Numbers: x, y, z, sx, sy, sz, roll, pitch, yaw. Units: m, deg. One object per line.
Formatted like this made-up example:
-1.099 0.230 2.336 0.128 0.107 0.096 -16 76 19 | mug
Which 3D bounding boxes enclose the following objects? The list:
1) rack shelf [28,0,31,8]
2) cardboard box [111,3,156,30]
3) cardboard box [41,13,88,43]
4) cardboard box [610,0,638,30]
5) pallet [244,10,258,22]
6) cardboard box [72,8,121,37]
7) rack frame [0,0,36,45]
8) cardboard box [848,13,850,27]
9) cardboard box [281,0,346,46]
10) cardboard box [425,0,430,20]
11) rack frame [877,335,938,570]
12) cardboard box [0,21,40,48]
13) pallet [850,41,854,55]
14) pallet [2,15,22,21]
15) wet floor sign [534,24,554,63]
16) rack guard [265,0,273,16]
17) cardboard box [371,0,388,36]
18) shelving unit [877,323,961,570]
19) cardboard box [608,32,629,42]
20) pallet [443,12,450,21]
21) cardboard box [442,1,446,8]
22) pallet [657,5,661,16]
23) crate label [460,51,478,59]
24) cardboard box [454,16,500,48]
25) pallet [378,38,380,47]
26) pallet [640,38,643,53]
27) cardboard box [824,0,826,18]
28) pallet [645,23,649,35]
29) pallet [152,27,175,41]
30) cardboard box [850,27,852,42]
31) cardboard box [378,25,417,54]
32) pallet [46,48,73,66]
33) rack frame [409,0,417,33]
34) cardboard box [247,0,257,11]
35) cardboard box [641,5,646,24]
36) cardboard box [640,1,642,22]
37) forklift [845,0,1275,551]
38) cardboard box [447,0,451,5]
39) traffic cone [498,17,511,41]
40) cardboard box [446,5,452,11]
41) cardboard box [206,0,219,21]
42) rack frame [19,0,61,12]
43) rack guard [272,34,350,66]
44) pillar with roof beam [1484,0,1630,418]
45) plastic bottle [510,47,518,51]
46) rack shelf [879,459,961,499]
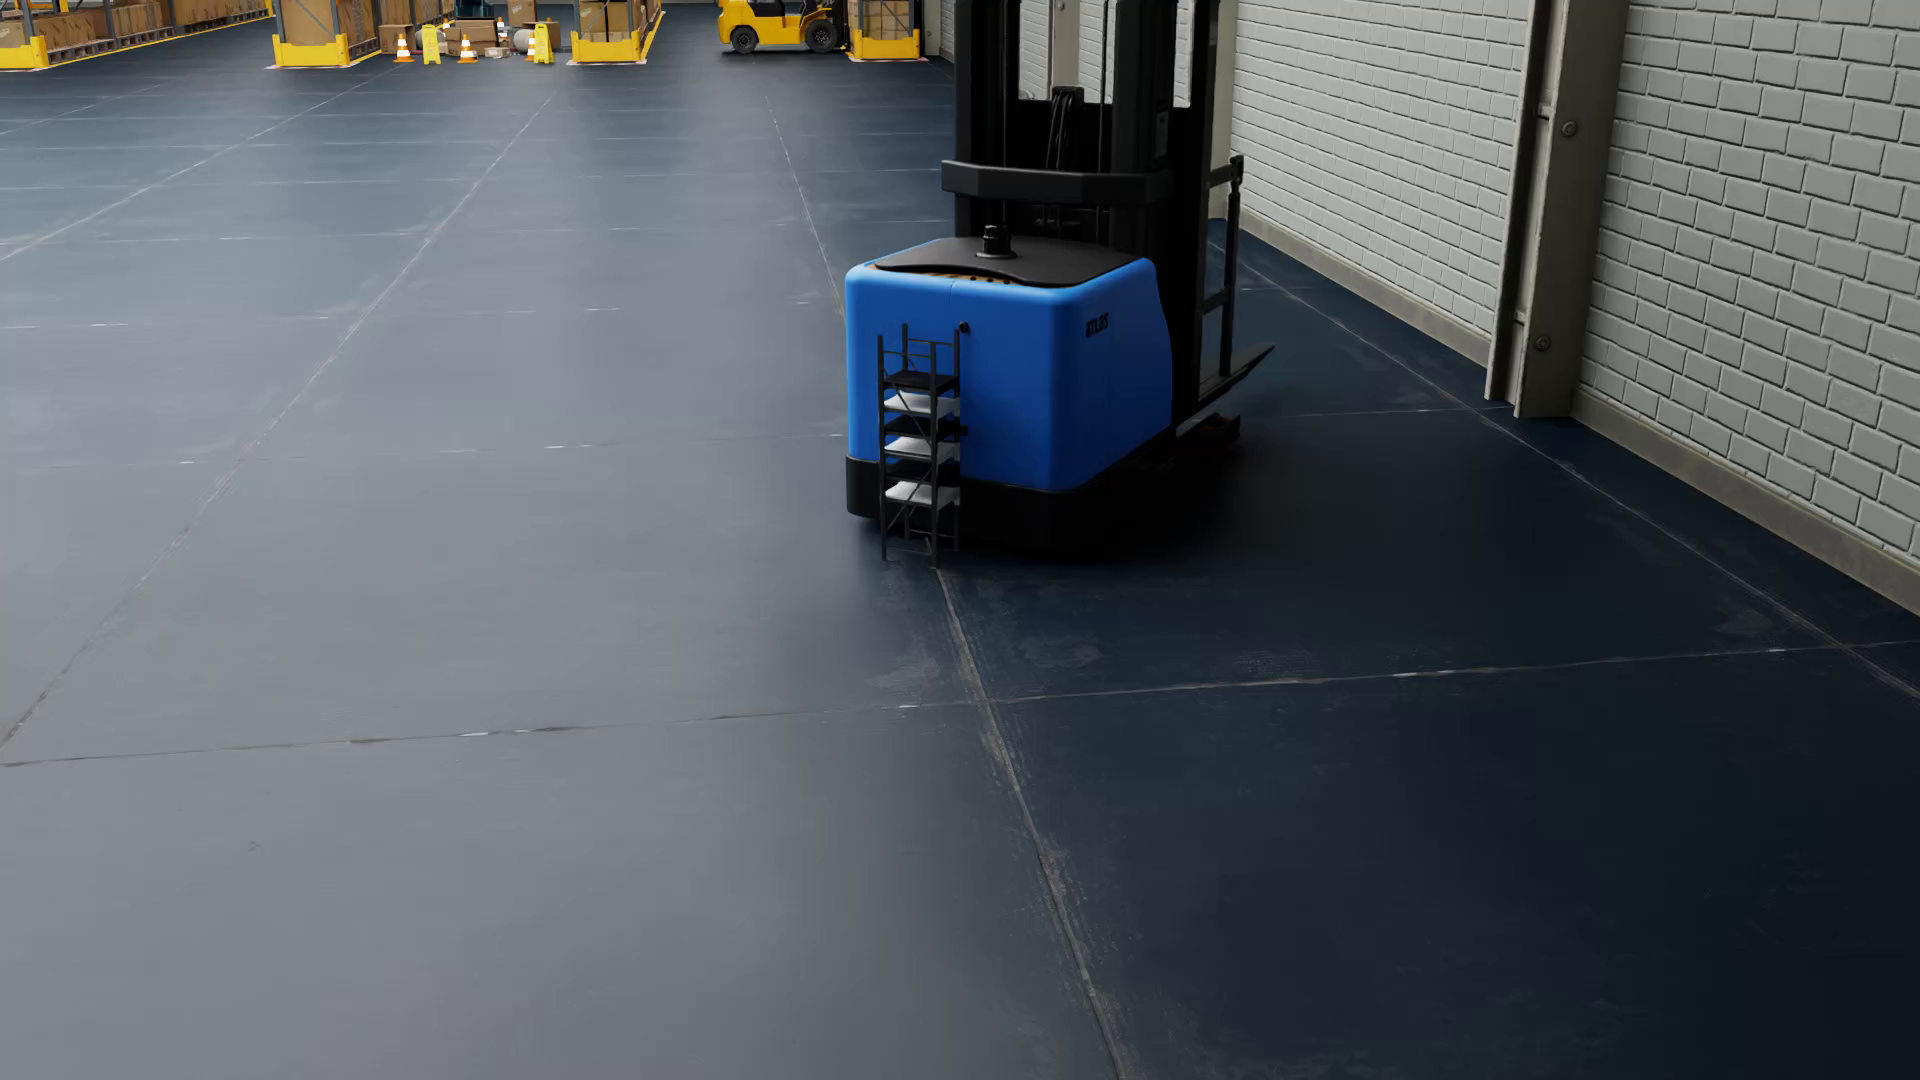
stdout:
-16.329 -9.721 29.485 1.077 0.370 4.000 -3 21 -8 | rack shelf
-16.985 -10.748 34.151 0.700 0.500 0.500 -5 21 -12 | cardboard box
-16.509 -9.438 30.671 0.500 0.500 0.500 4 21 9 | cardboard box
-6.160 -9.608 30.411 0.500 0.500 0.500 -4 21 -10 | cardboard box
-17.982 -12.905 40.966 1.003 0.211 1.213 -3 21 -8 | pallet
-16.684 -10.000 32.146 0.700 0.500 0.500 -5 21 -12 | cardboard box
-16.040 -9.366 27.505 1.000 3.000 0.127 -3 21 -8 | rack frame
-1.859 -9.765 31.189 0.500 0.250 0.500 -3 21 -9 | cardboard box
-11.281 -9.014 28.999 0.875 0.875 0.875 -3 21 -7 | cardboard box
-12.275 -11.986 37.492 0.500 0.500 0.500 -3 21 -9 | cardboard box
-0.197 -0.325 6.298 0.240 0.900 0.006 9 22 23 | rack frame
-16.114 -8.609 28.450 0.500 0.500 0.500 1 20 2 | cardboard box
-1.474 -9.074 30.708 1.003 0.211 1.213 -3 21 -8 | pallet
-22.816 -12.217 39.125 1.003 0.211 1.213 -3 21 -8 | pallet
-7.265 -8.643 28.935 0.267 0.644 0.232 4 21 11 | wet floor sign
-18.350 -13.743 42.797 1.175 0.500 0.348 -3 21 -8 | rack guard
-11.873 -10.319 32.673 1.050 0.750 0.750 -3 21 -8 | cardboard box
-0.154 -0.357 6.385 0.258 0.900 0.210 9 22 23 | shelving unit
-6.077 -9.068 30.036 0.500 0.250 0.500 -3 21 -8 | cardboard box
-12.979 -12.660 40.311 1.003 0.211 1.213 -3 21 -8 | pallet
-12.583 -12.878 39.958 0.380 0.149 0.250 -2 21 -5 | cardboard box
-8.348 -13.826 43.433 1.003 0.211 1.213 -3 21 -8 | pallet
-8.797 -8.704 29.824 0.250 0.136 0.298 -15 25 -35 | crate label
-9.135 -9.564 31.409 0.797 0.637 0.503 -3 21 -8 | cardboard box
-11.880 -9.923 32.983 1.003 0.211 1.213 -3 21 -8 | pallet
-6.500 -9.290 31.288 1.003 0.211 1.213 -3 21 -8 | pallet
-2.889 -12.403 38.610 0.500 0.500 0.500 -2 21 -5 | cardboard box
-7.276 -11.059 36.023 1.003 0.211 1.213 -3 21 -8 | pallet
-17.082 -10.559 34.685 1.003 0.211 1.213 -3 21 -8 | pallet
-1.765 -9.345 30.780 0.500 0.250 0.500 -3 21 -8 | cardboard box
-10.455 -9.310 30.926 0.500 0.500 0.500 1 20 2 | cardboard box
-16.133 -8.369 28.822 1.003 0.211 1.213 -3 21 -8 | pallet
-12.271 -12.351 35.498 1.000 3.000 0.127 -3 21 -8 | rack frame
-18.044 -13.574 41.210 0.875 0.875 0.875 -3 21 -8 | cardboard box
-7.316 -11.405 36.121 0.950 0.372 0.625 -4 21 -11 | cardboard box
-6.460 -10.319 32.316 0.500 0.500 0.500 -3 21 -9 | cardboard box
0.671 -1.802 7.351 1.130 2.935 3.031 11 23 26 | forklift
-12.805 -13.324 41.153 0.380 0.149 0.250 -3 21 -8 | cardboard box
-9.406 -10.471 34.090 0.336 0.463 0.334 -3 21 -8 | traffic cone
-12.809 -13.187 41.209 0.380 0.149 0.250 -3 21 -9 | cardboard box
-17.529 -12.192 37.509 1.225 0.875 0.875 -4 21 -10 | cardboard box
-23.248 -14.656 41.669 1.000 3.000 0.127 -3 21 -8 | rack frame
-11.114 -8.402 28.497 1.175 0.500 0.348 -3 21 -8 | rack guard
-1.332 -4.688 6.405 9.100 9.000 0.400 -3 21 -8 | pillar with roof beam
-8.480 -9.333 31.616 0.133 0.061 0.283 1 20 2 | plastic bottle
-0.154 -0.242 6.428 0.258 0.077 0.200 9 22 23 | rack shelf
